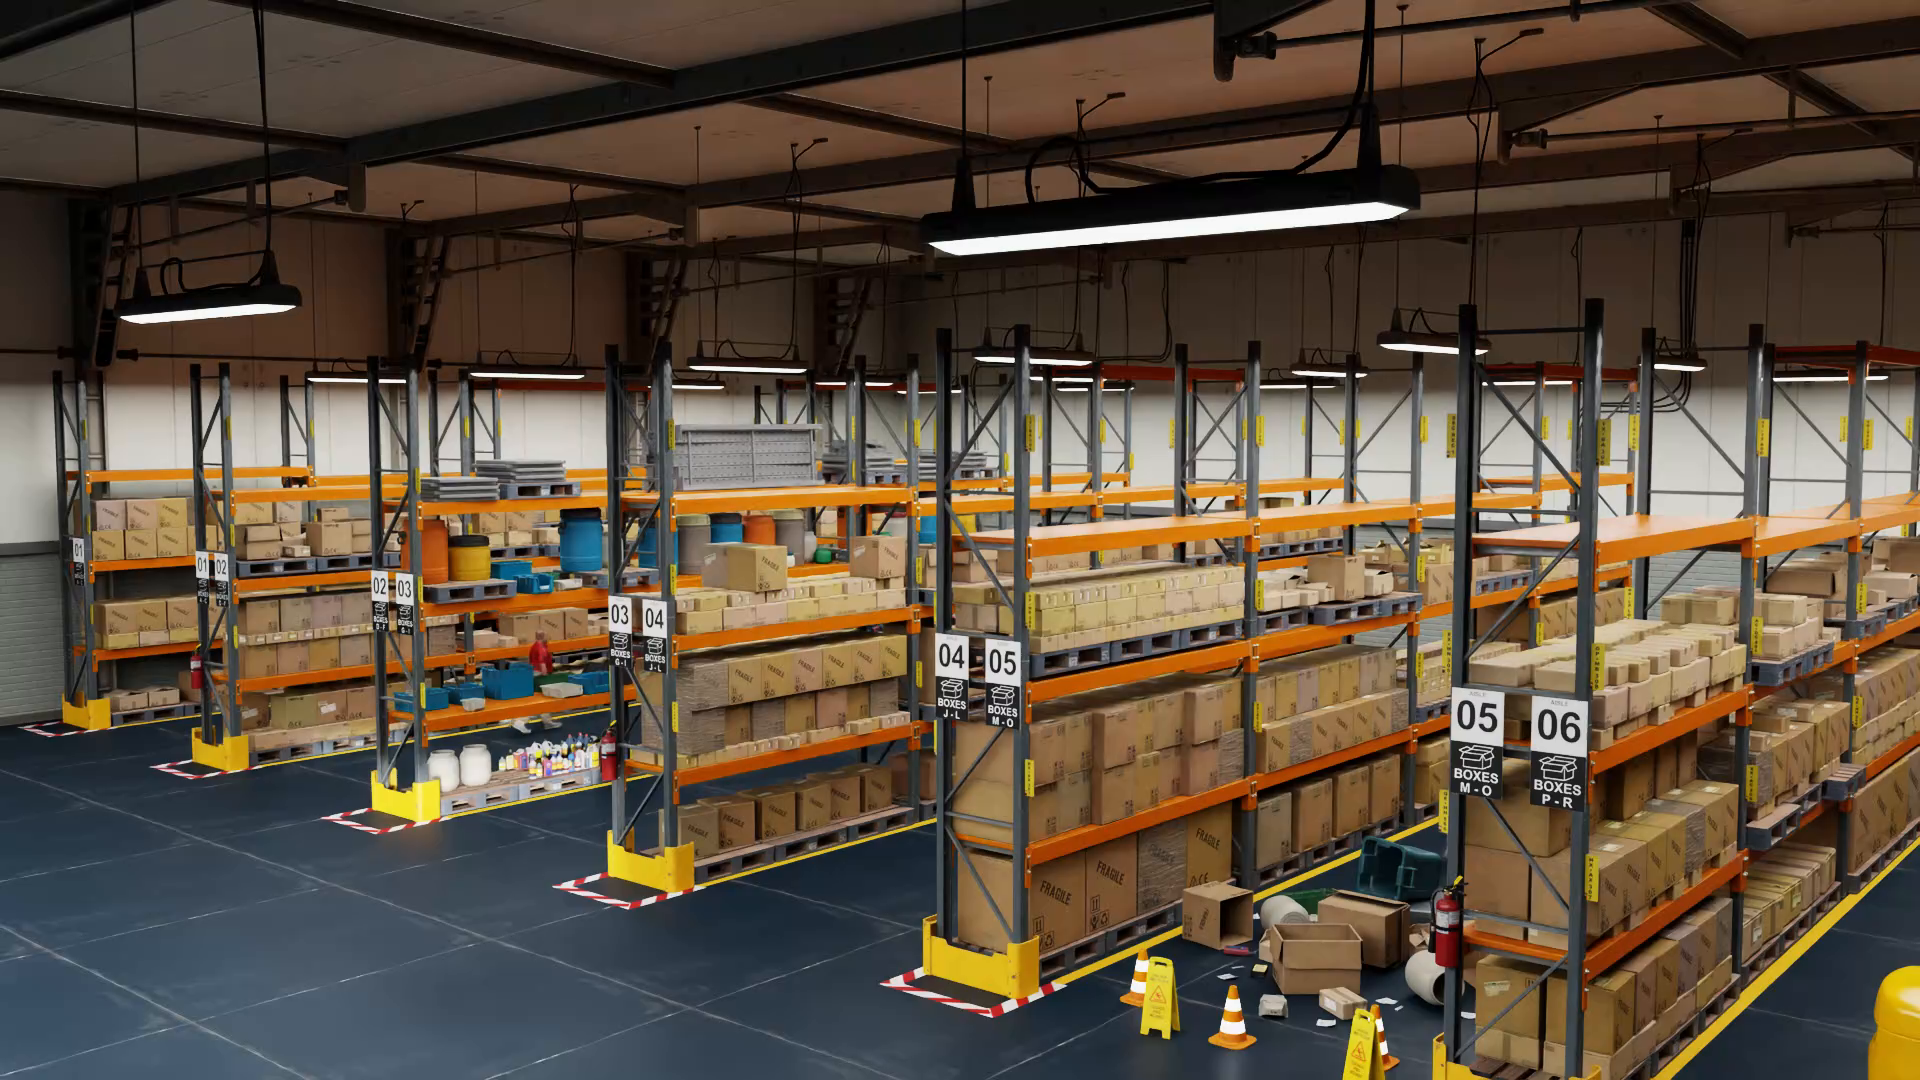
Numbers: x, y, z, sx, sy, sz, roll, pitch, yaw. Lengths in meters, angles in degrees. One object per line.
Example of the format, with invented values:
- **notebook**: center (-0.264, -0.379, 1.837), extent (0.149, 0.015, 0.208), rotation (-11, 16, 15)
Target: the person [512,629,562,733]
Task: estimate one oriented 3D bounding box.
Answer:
- **person**: center (-6.966, 2.329, 27.422), extent (0.944, 1.698, 0.608), rotation (-3, 5, -33)
